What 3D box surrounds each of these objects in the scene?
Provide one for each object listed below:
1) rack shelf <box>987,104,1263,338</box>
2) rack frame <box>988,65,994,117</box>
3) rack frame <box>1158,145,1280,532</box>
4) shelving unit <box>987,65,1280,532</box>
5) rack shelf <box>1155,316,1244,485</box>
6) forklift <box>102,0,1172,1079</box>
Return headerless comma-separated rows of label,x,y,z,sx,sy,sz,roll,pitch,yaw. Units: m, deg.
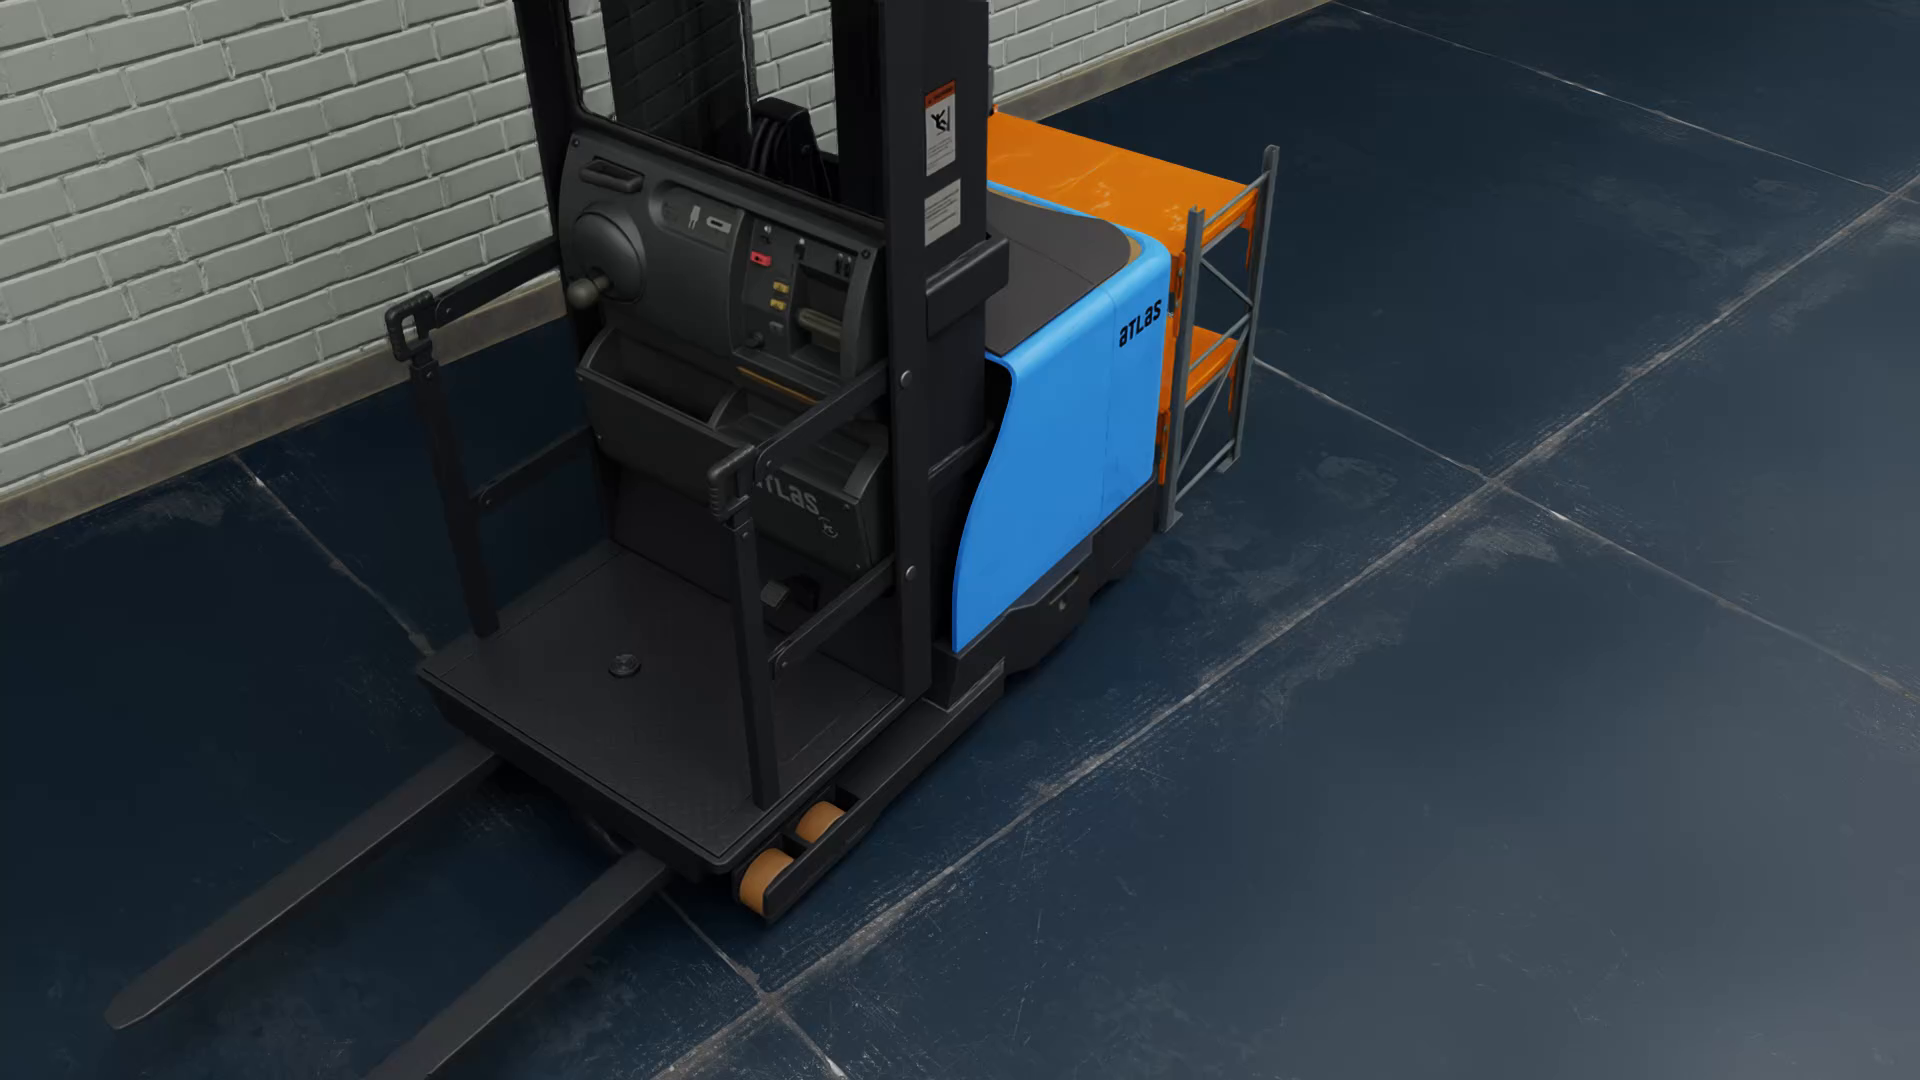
rack shelf,0.370,-1.007,5.135,1.000,0.278,0.538,24,45,27
rack frame,-0.046,-0.963,5.547,0.032,1.125,0.500,24,45,27
rack frame,0.786,-0.595,5.092,0.032,1.125,0.500,24,45,27
shelving unit,0.370,-0.779,5.319,1.048,1.125,0.538,24,45,27
rack shelf,0.370,-0.589,5.473,1.000,0.278,0.538,24,45,27
forklift,-0.690,-0.564,3.616,1.130,2.935,3.031,25,45,28
